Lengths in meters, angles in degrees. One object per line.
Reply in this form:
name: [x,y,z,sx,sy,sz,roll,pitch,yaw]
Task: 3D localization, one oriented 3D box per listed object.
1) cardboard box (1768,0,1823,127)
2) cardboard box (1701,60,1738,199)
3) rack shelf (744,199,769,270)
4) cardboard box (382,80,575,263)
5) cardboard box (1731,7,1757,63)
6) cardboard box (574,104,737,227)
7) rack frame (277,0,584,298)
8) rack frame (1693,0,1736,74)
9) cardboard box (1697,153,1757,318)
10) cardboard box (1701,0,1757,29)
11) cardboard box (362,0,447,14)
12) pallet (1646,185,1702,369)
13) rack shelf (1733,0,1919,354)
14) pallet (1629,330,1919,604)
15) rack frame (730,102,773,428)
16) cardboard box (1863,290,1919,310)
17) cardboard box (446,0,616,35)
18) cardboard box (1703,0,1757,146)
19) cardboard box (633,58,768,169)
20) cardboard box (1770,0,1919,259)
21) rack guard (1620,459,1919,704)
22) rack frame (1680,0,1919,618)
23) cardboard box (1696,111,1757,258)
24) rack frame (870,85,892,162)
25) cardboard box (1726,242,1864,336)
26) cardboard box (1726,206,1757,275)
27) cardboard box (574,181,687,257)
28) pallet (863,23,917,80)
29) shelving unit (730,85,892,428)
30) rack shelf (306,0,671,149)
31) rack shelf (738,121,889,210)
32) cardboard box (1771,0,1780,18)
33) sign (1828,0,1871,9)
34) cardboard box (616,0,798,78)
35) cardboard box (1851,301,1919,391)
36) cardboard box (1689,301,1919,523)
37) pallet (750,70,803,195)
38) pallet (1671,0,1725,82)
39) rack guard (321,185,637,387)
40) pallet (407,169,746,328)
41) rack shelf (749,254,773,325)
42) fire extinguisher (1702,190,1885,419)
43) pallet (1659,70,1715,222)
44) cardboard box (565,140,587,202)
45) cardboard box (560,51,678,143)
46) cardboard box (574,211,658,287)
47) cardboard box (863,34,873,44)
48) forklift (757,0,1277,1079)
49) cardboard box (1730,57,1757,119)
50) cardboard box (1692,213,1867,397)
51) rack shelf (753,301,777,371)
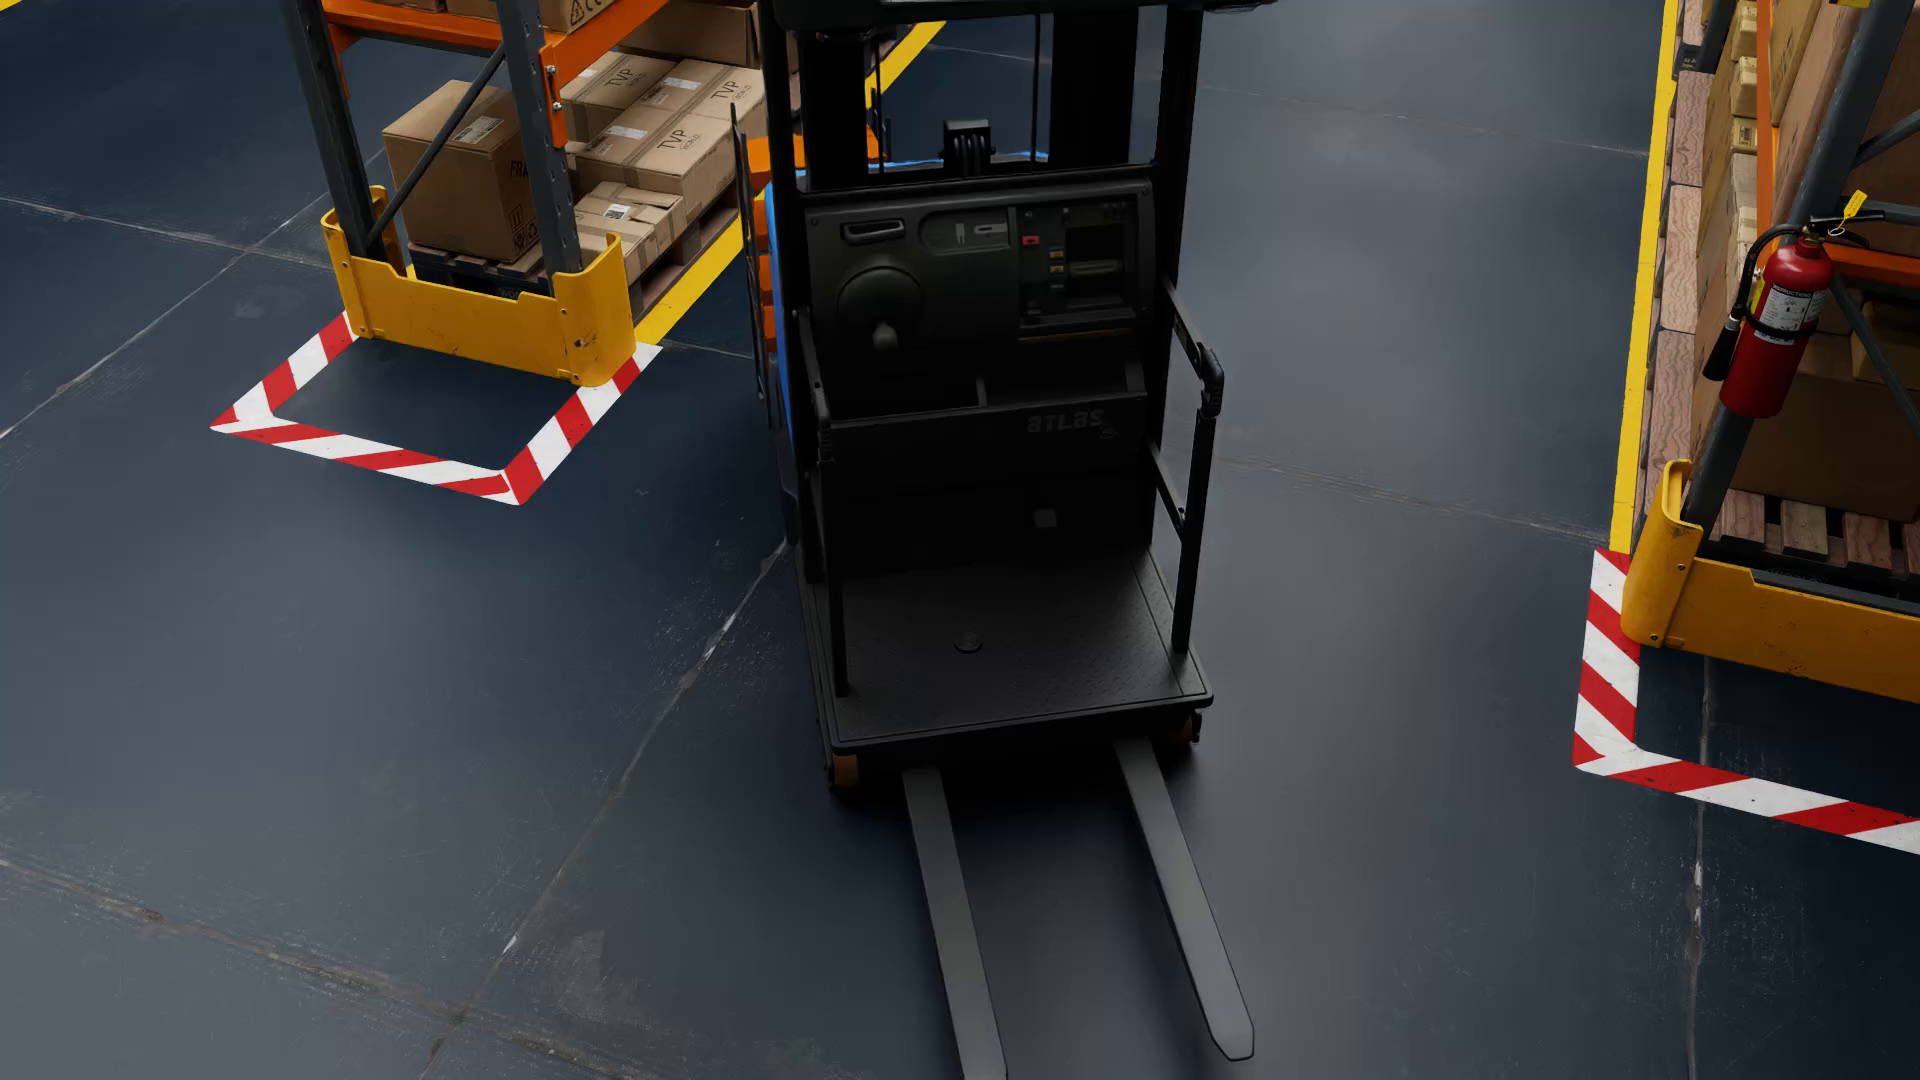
cardboard box: [3.151,-1.685,5.182,0.980,0.700,0.700,13,42,15]
cardboard box: [3.589,-1.720,7.058,0.700,0.500,0.500,13,42,15]
rack shelf: [-0.507,-1.114,5.890,0.480,0.148,0.258,-10,41,-12]
cardboard box: [-1.954,-1.511,6.797,0.500,0.500,0.500,13,42,15]
cardboard box: [3.475,-2.104,7.008,0.380,0.149,0.250,15,43,17]
cardboard box: [-1.285,-1.603,7.097,0.500,0.250,0.500,13,42,15]
rack frame: [-1.908,-1.908,5.675,1.000,3.000,0.127,13,42,15]
rack frame: [4.116,-3.251,7.249,1.000,3.000,0.127,13,42,15]
cardboard box: [3.236,-1.081,6.308,0.700,0.500,0.500,12,42,14]
cardboard box: [4.216,-3.018,8.309,0.750,0.750,0.750,14,42,16]
cardboard box: [-2.011,-2.280,6.034,0.500,0.500,0.500,15,43,16]
pallet: [3.367,-0.997,6.756,1.003,0.211,1.213,13,42,15]
rack shelf: [3.432,-1.757,6.053,1.077,0.370,4.000,13,42,15]
pallet: [2.948,-0.255,5.887,1.003,0.211,1.213,13,42,15]
rack frame: [-0.742,-0.953,5.942,0.015,1.200,0.240,-10,41,-12]
cardboard box: [3.211,-0.904,5.601,0.380,0.149,0.250,13,42,15]
cardboard box: [-1.509,-2.158,5.892,0.500,0.500,0.500,14,42,16]
cardboard box: [3.764,-2.026,7.416,0.700,0.500,0.500,14,42,16]
cardboard box: [-1.114,-1.908,7.455,0.500,0.250,0.500,13,42,15]
cardboard box: [2.913,-1.238,4.659,0.980,0.700,0.700,15,43,17]
rack guard: [2.740,0.155,5.184,1.175,0.500,0.348,13,42,15]
rack frame: [2.748,-0.811,4.389,1.000,3.000,0.127,13,42,15]
cardboard box: [3.411,-1.408,6.691,0.700,0.500,0.500,14,42,16]
rack frame: [-0.272,-1.037,6.041,0.015,1.200,0.240,-10,41,-12]
cardboard box: [2.766,-0.834,5.520,0.380,0.149,0.250,13,42,15]
cardboard box: [2.853,-0.991,5.702,0.380,0.149,0.250,14,43,16]
cardboard box: [-1.357,-1.329,6.841,0.380,0.166,0.250,13,42,15]
pallet: [-0.776,-2.868,8.949,1.003,0.211,1.213,13,42,15]
shelving unit: [-0.507,-0.995,5.991,0.503,1.200,0.258,-10,41,-12]
rack shelf: [-1.225,-2.854,7.339,1.077,0.370,4.000,13,42,15]
rack shelf: [-0.507,-1.295,5.737,0.480,0.148,0.258,-10,41,-12]
cardboard box: [3.421,-2.148,5.725,0.980,0.700,0.700,11,42,13]
sign: [2.243,-1.470,4.088,0.100,0.325,0.005,13,42,15]
cardboard box: [-1.178,-2.418,7.858,0.797,0.503,0.637,13,42,15]
cardboard box: [3.038,-0.595,5.239,0.380,0.149,0.250,14,42,15]
cardboard box: [2.893,-0.469,5.591,0.700,0.500,0.500,13,42,15]
pallet: [-1.192,-2.122,8.074,1.003,0.211,1.213,13,42,15]
pallet: [4.309,-2.677,8.725,1.003,0.211,1.213,13,42,15]
rack guard: [-1.882,-1.004,6.541,1.175,0.500,0.348,13,42,15]
pallet: [-1.611,-1.380,7.205,1.003,0.211,1.213,13,42,15]
rack shelf: [-0.507,-0.944,6.035,0.480,0.148,0.258,-10,41,-12]
fire extinguisher: [2.263,-0.650,4.548,0.296,0.674,0.183,13,42,15]
pallet: [3.782,-1.743,7.631,1.003,0.211,1.213,13,42,15]
cardboard box: [-1.731,-1.611,7.171,0.380,0.166,0.250,13,42,15]
cardboard box: [-1.601,-1.989,7.549,0.500,0.250,0.500,13,42,15]
cardboard box: [-1.442,-1.170,6.668,0.380,0.149,0.250,13,42,15]
cardboard box: [-0.725,-2.624,8.248,0.500,0.311,0.500,13,42,15]
forklift: [0.102,-0.642,4.244,1.130,2.935,3.031,-7,41,-8]
cardboard box: [3.297,-1.786,6.635,0.380,0.149,0.250,12,42,14]
cardboard box: [3.064,-0.774,5.949,0.700,0.500,0.500,13,42,15]
rack shelf: [-0.507,-0.792,6.163,0.480,0.148,0.258,-10,41,-12]
